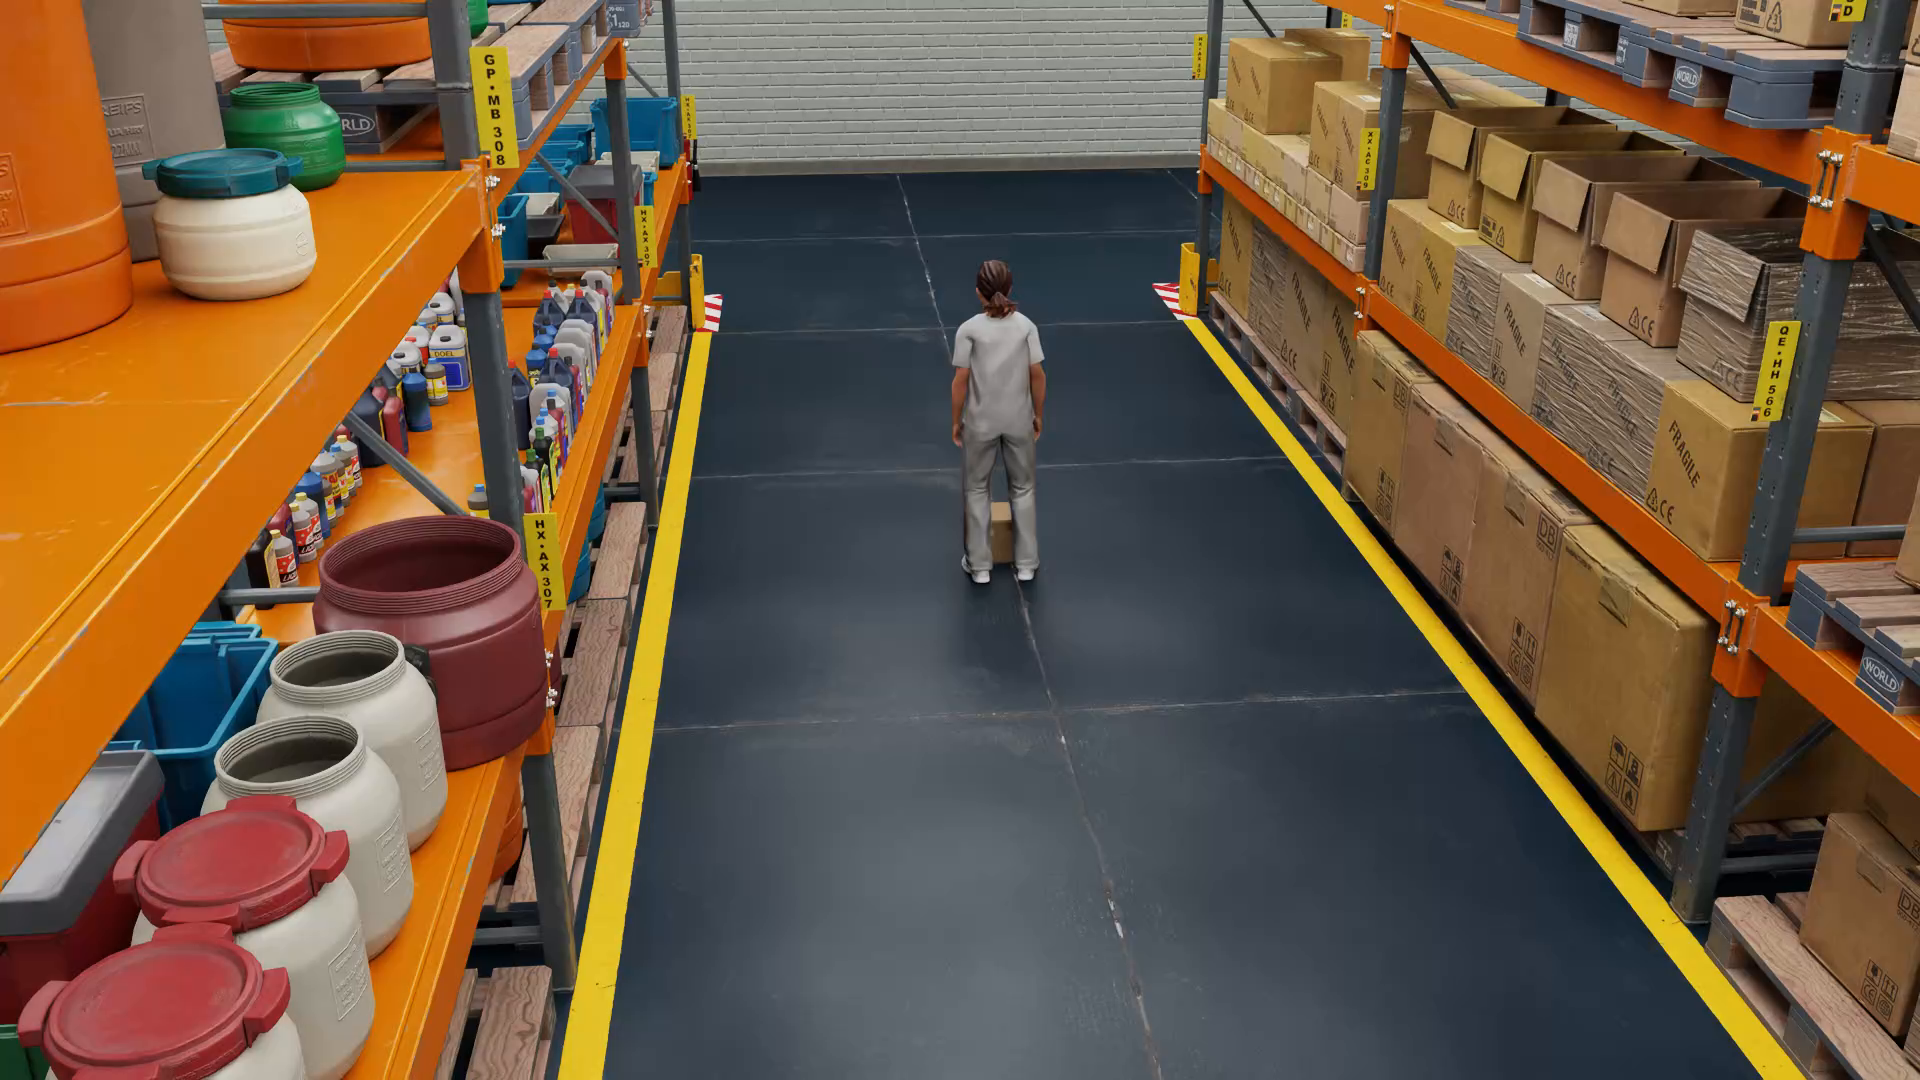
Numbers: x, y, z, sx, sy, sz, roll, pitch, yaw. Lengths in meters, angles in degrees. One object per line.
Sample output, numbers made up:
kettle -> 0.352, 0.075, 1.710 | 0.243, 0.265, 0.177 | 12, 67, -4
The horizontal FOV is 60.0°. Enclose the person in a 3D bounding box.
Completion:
person -> 0.194, -0.587, 8.432 | 0.494, 1.672, 0.361 | -3, 24, -7
